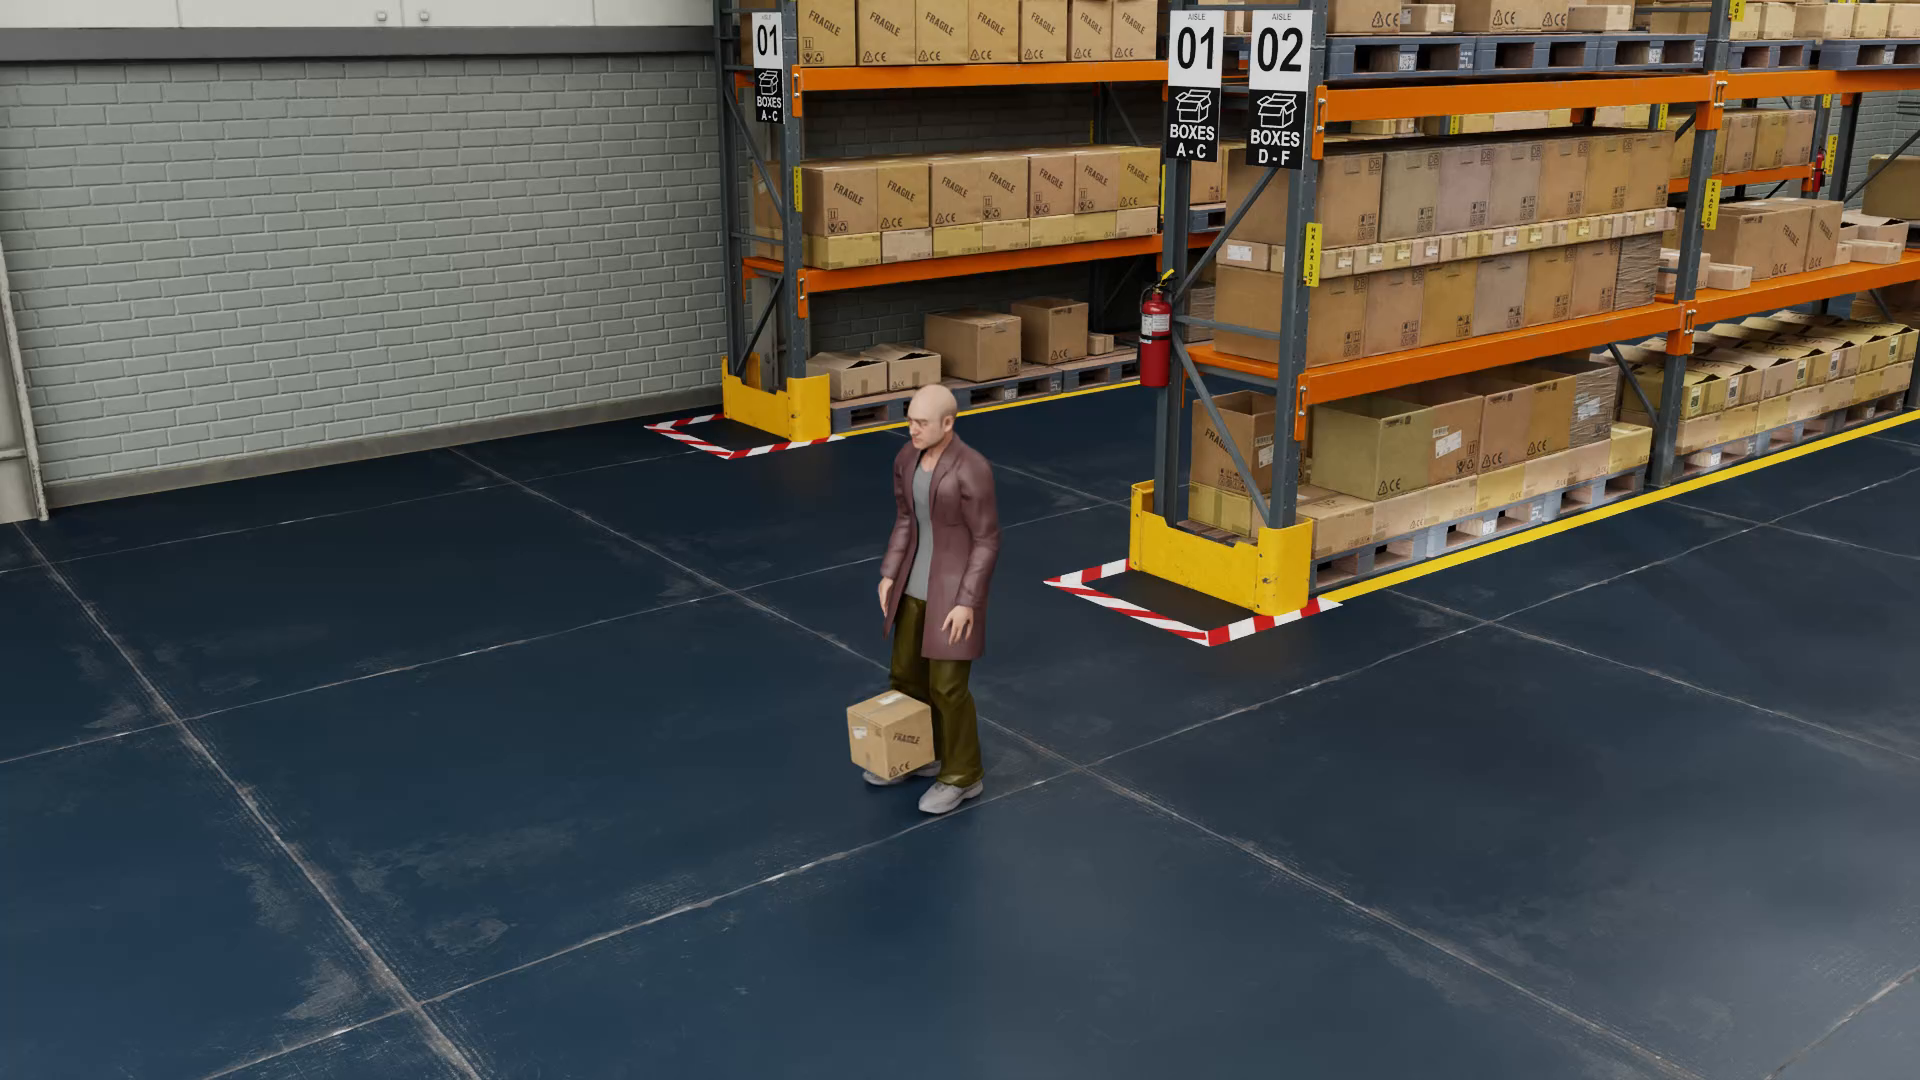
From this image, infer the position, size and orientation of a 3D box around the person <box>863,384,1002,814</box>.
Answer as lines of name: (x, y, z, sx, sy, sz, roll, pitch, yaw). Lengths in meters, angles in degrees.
person: (-0.095, 0.226, 6.851, 0.425, 1.775, 0.601, -14, 22, -38)
